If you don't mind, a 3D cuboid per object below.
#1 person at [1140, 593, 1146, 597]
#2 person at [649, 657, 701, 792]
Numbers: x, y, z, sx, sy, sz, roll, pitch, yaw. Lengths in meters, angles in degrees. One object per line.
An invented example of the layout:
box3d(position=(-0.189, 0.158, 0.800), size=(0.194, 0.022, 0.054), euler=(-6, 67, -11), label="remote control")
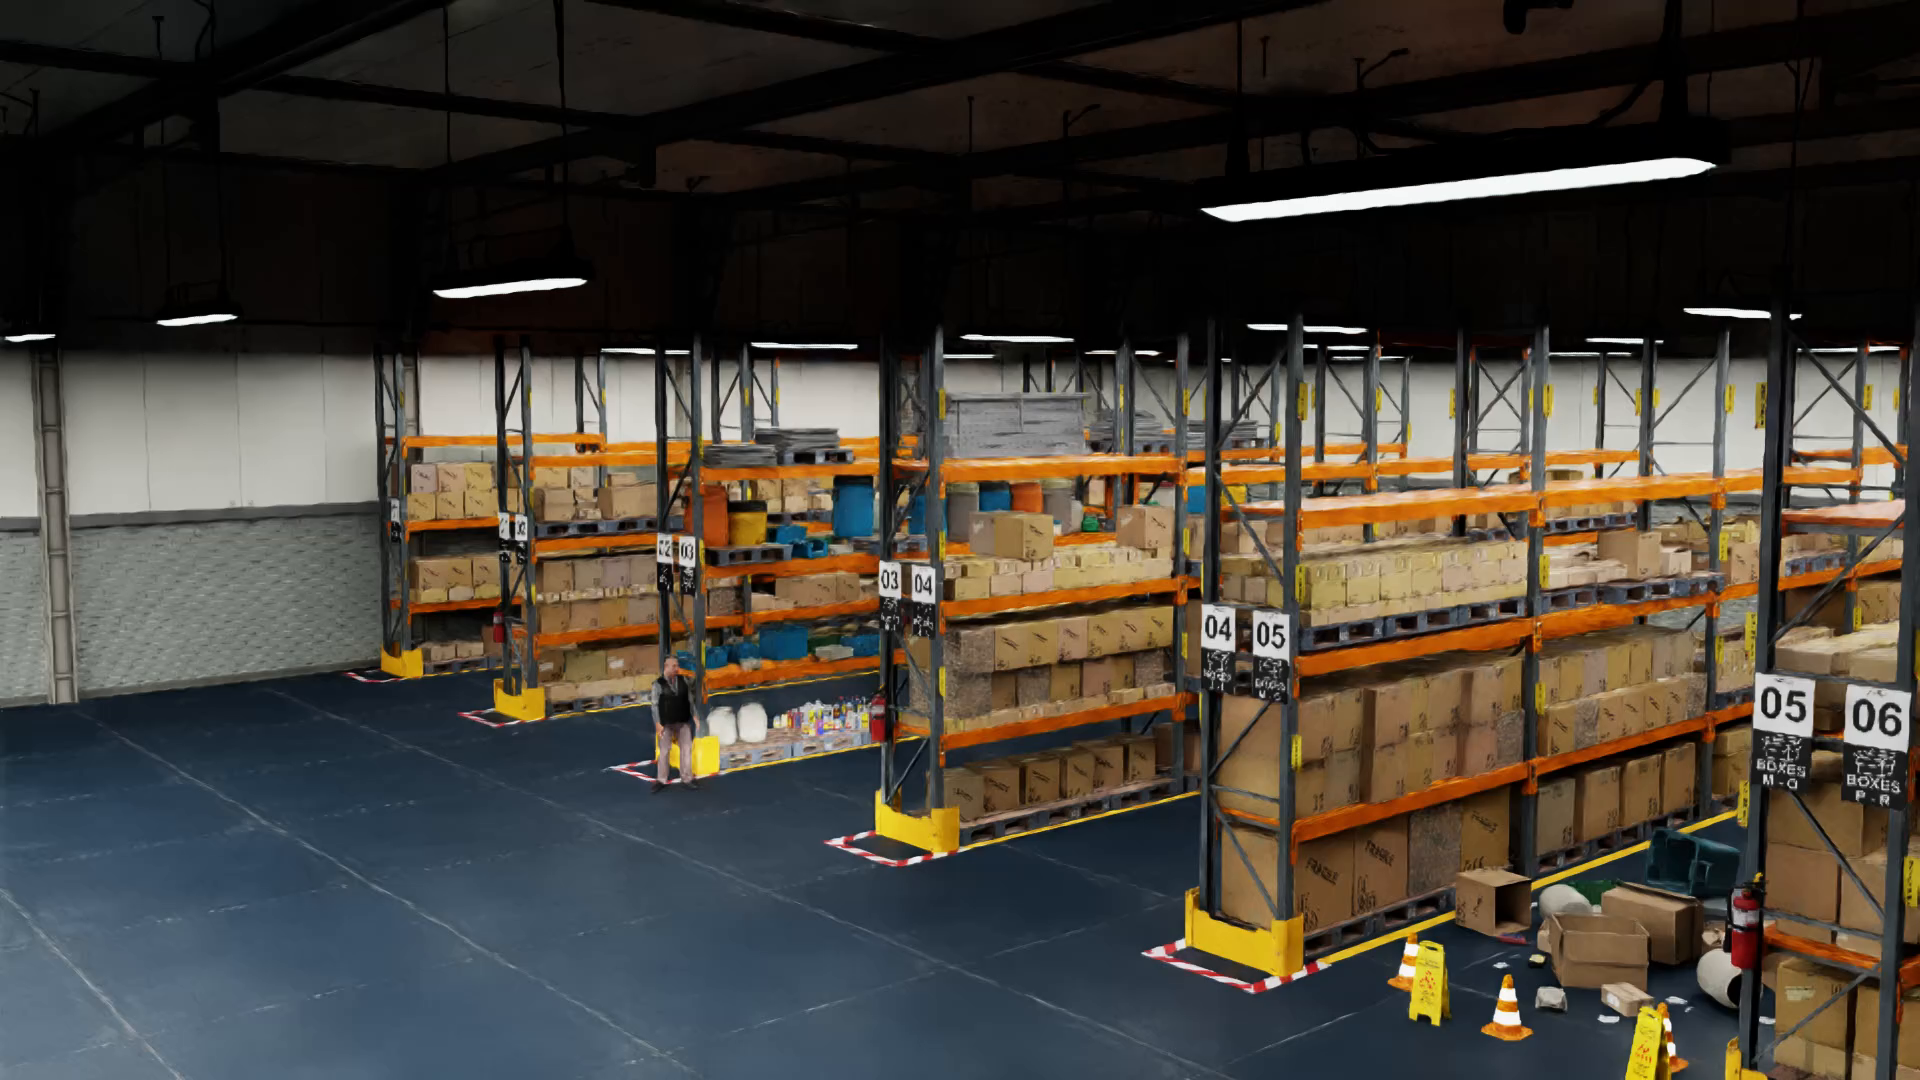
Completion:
box3d(position=(3.861, 1.263, 33.833), size=(0.872, 1.584, 0.458), euler=(-5, 7, -42), label="person")
box3d(position=(-3.663, 2.351, 21.302), size=(0.687, 1.727, 0.385), euler=(-3, 6, -30), label="person")
